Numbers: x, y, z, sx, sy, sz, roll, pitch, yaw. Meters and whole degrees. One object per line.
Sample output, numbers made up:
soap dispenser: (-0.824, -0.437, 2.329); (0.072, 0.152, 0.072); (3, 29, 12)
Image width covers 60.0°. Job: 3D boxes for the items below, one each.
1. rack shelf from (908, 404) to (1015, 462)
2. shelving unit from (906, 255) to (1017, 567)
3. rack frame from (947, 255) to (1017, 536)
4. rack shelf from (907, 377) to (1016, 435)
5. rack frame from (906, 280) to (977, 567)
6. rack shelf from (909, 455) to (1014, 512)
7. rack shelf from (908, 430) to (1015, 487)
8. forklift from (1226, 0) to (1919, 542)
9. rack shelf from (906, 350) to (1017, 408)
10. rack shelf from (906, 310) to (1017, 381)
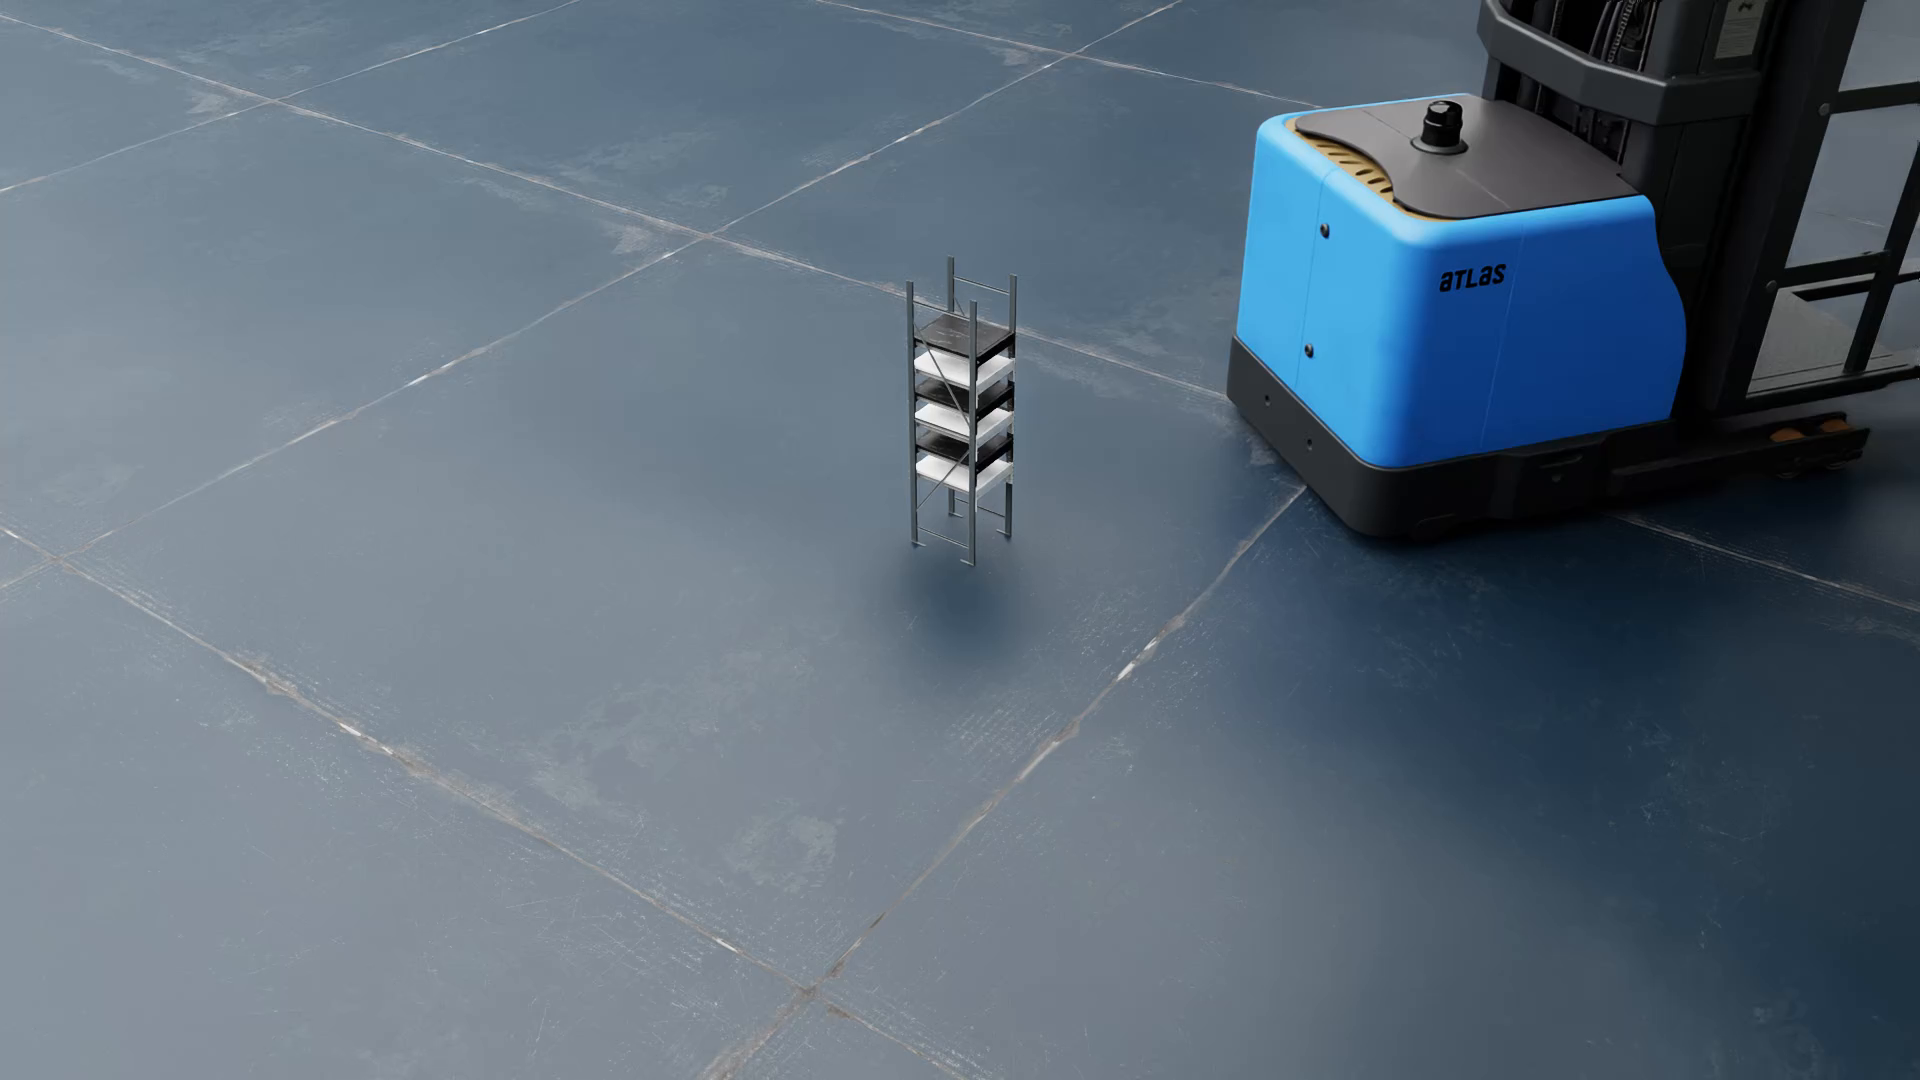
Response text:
rack shelf: (0.005, -0.349, 5.022); (0.258, 0.077, 0.200); (21, 39, 28)
shelving unit: (0.005, -0.376, 5.003); (0.258, 0.900, 0.210); (21, 39, 28)
rack frame: (0.063, -0.423, 5.073); (0.240, 0.900, 0.006); (21, 39, 28)
rack shelf: (0.005, -0.423, 4.972); (0.258, 0.077, 0.200); (21, 39, 28)
rack frame: (-0.053, -0.330, 4.934); (0.240, 0.900, 0.006); (21, 39, 28)
rack shelf: (0.005, -0.200, 5.123); (0.258, 0.077, 0.200); (21, 39, 28)
rack shelf: (0.005, -0.274, 5.073); (0.258, 0.077, 0.200); (21, 39, 28)
forklift: (2.516, -1.690, 5.132); (3.031, 2.935, 1.130); (-10, 35, -15)
rack shelf: (0.005, -0.498, 4.921); (0.258, 0.077, 0.200); (21, 39, 28)
rack shelf: (0.005, -0.573, 4.871); (0.258, 0.077, 0.200); (21, 39, 28)
